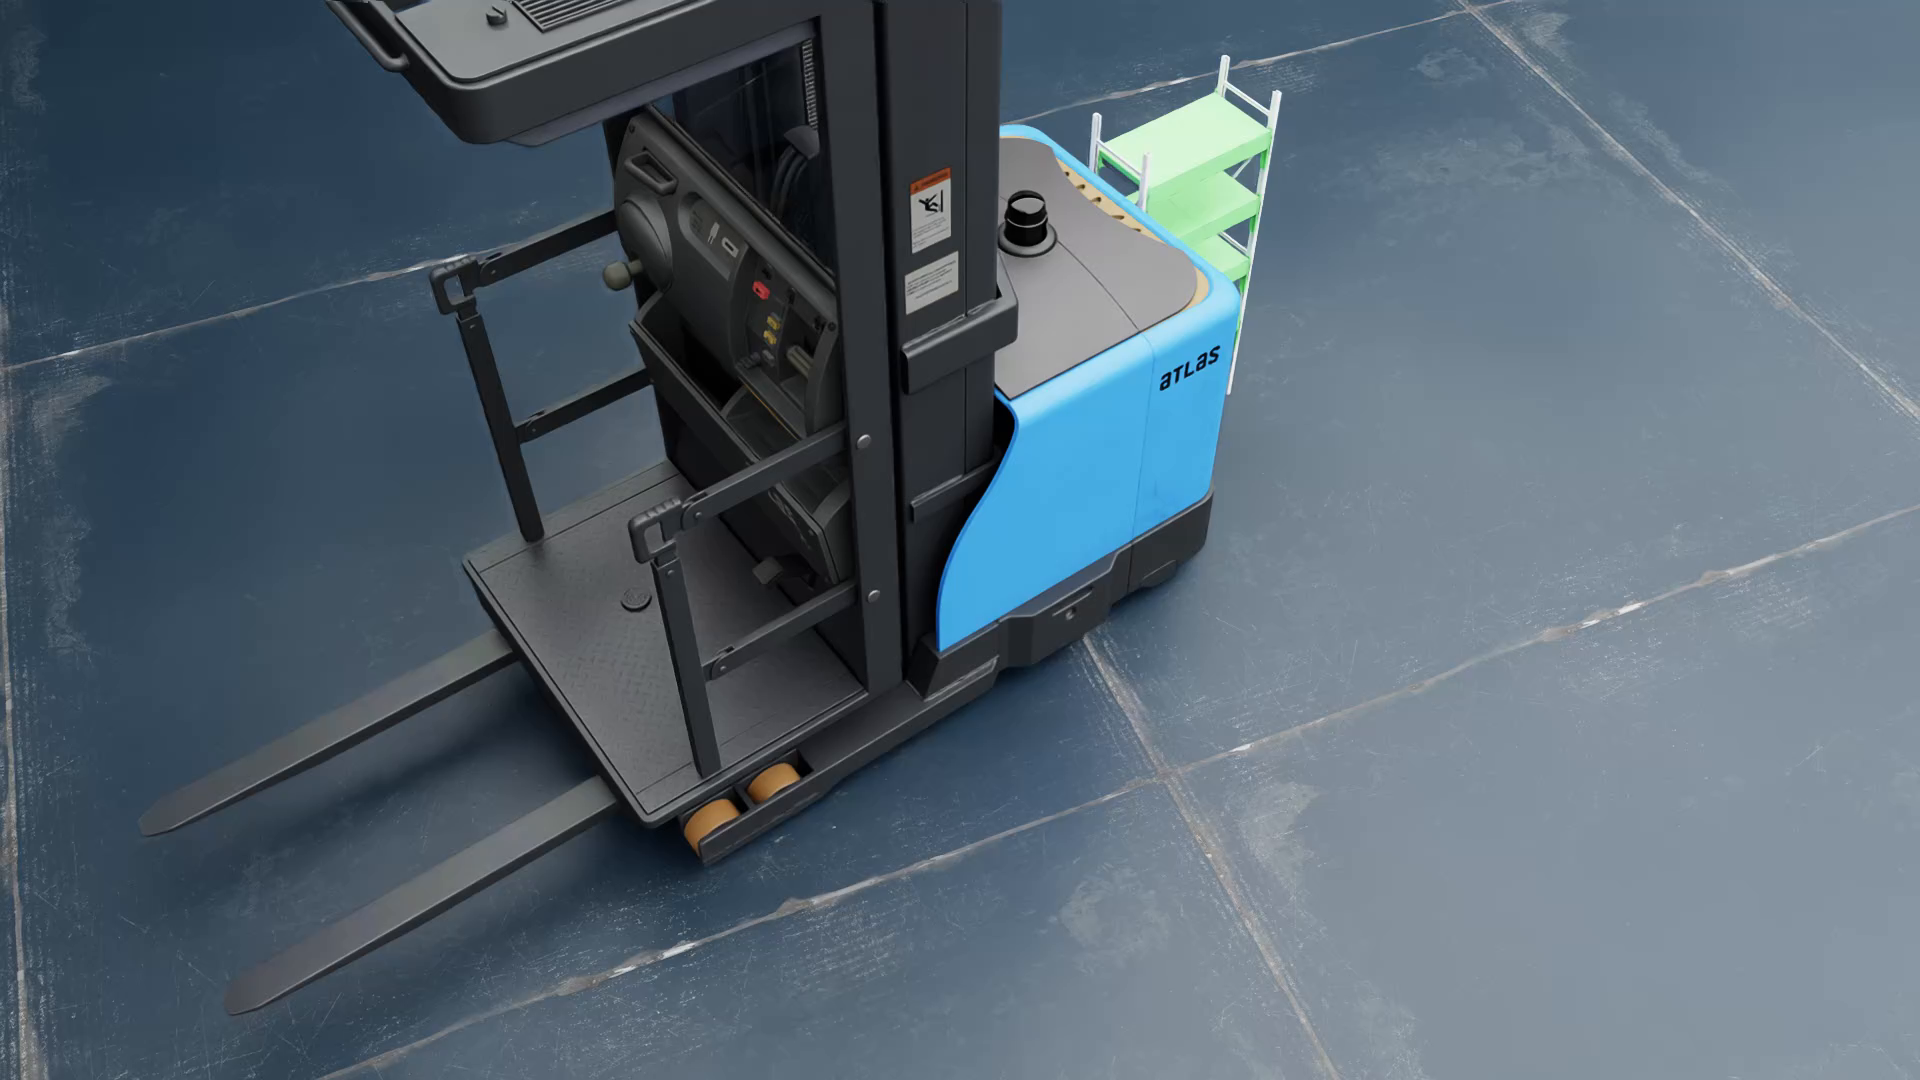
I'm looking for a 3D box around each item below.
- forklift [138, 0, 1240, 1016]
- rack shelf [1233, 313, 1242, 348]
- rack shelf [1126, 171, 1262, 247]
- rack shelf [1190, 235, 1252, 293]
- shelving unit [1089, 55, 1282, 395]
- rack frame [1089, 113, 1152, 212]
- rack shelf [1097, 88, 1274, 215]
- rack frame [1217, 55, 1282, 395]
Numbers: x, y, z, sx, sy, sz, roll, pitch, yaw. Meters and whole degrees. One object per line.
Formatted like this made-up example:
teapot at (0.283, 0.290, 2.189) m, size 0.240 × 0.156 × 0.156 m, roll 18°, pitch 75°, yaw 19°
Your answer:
forklift at (-0.724, -0.553, 3.793) m, size 3.031 × 2.935 × 1.130 m, roll -29°, pitch 55°, yaw -23°
rack shelf at (0.649, -0.654, 5.421) m, size 0.480 × 0.148 × 0.258 m, roll -29°, pitch 55°, yaw -23°
rack shelf at (0.649, -0.967, 5.057) m, size 0.480 × 0.148 × 0.258 m, roll -29°, pitch 55°, yaw -23°
rack shelf at (0.649, -0.810, 5.239) m, size 0.480 × 0.148 × 0.258 m, roll -29°, pitch 55°, yaw -23°
shelving unit at (0.649, -0.852, 5.191) m, size 0.503 × 1.200 × 0.258 m, roll -29°, pitch 55°, yaw -23°
rack frame at (0.452, -0.742, 5.097) m, size 0.015 × 1.200 × 0.240 m, roll -29°, pitch 55°, yaw -23°
rack shelf at (0.649, -1.123, 4.875) m, size 0.480 × 0.148 × 0.258 m, roll -29°, pitch 55°, yaw -23°
rack frame at (0.846, -0.961, 5.285) m, size 0.015 × 1.200 × 0.240 m, roll -29°, pitch 55°, yaw -23°
